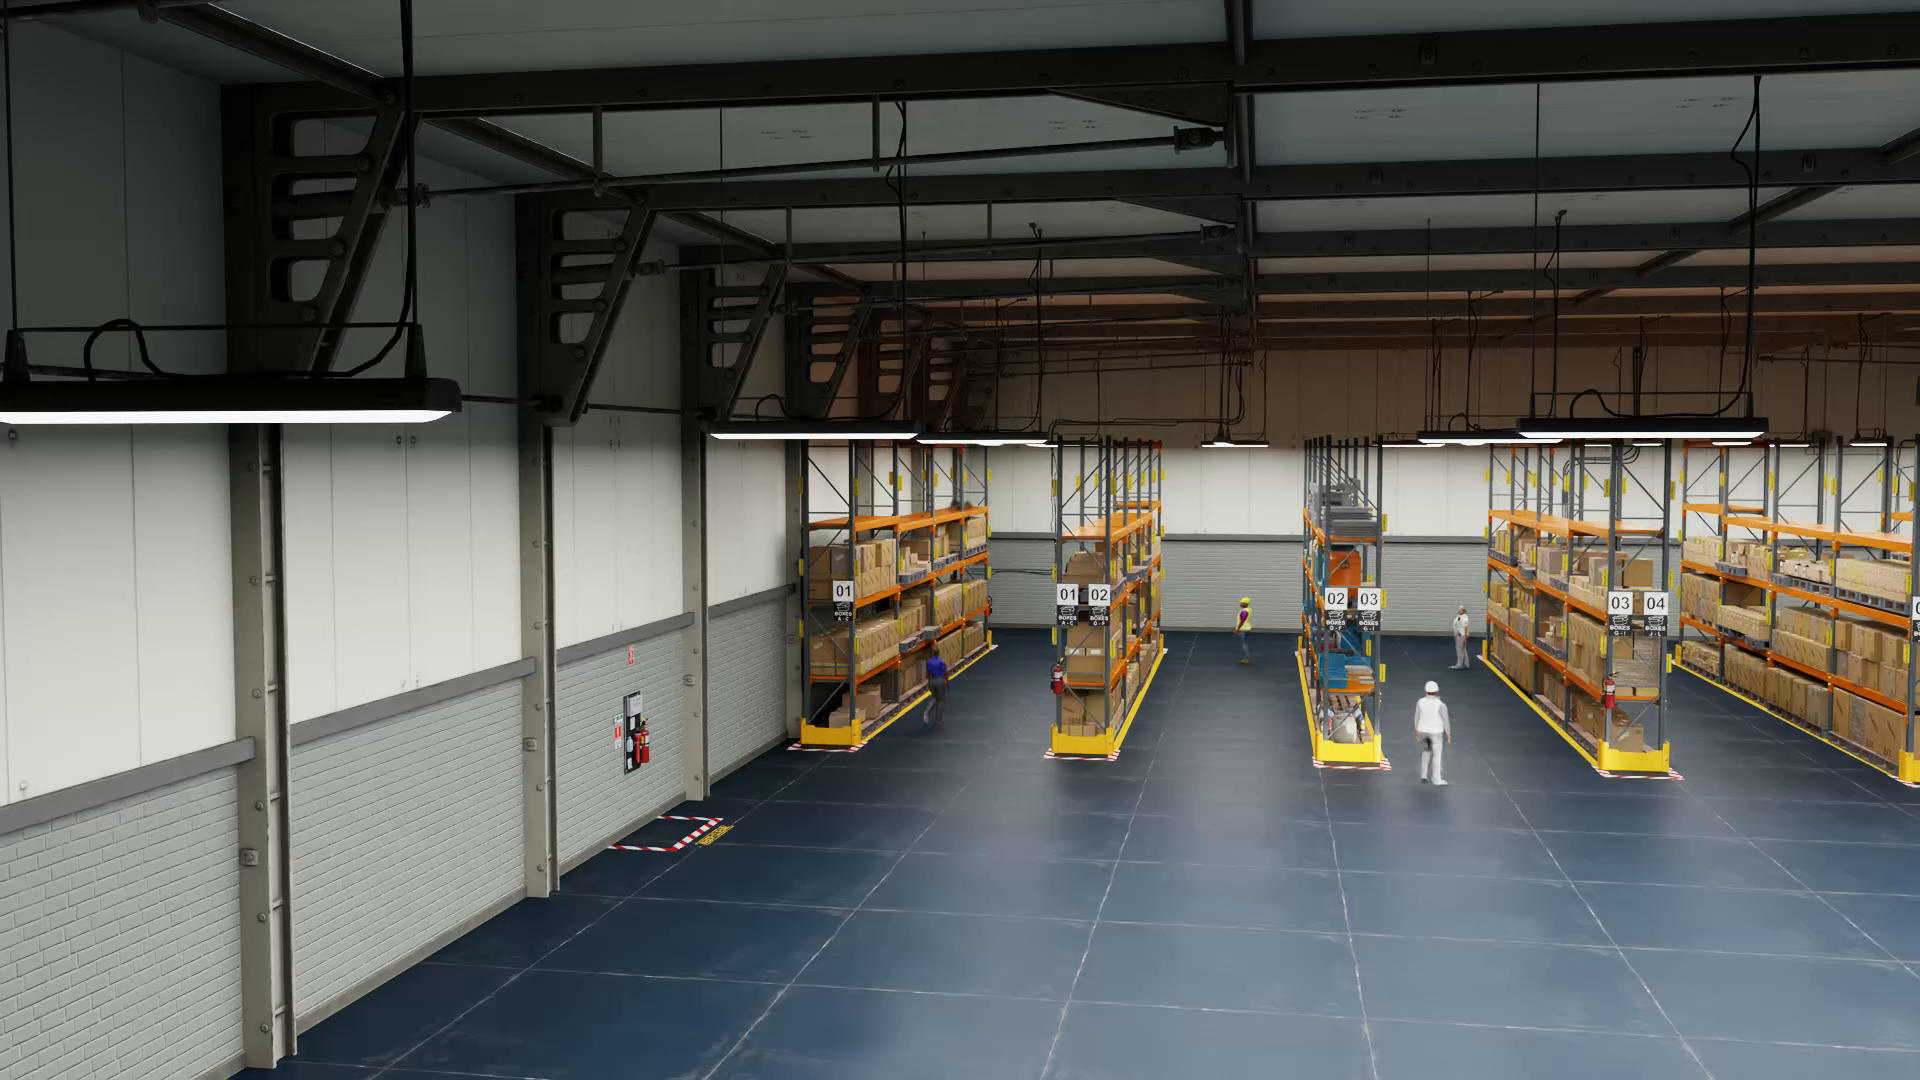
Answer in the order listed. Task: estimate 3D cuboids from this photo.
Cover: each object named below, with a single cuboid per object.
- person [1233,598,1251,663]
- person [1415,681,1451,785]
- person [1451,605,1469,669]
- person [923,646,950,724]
[{"bbox_3d":[7.576,2.452,44.579,0.501,1.822,0.625,3,4,43],"label":"person"},{"bbox_3d":[8.093,3.307,28.444,0.448,1.807,0.573,-3,4,-41],"label":"person"},{"bbox_3d":[13.133,2.537,43.621,0.456,1.664,0.511,1,3,19],"label":"person"},{"bbox_3d":[-0.472,3.015,34.586,0.493,1.643,0.450,-3,4,-45],"label":"person"}]
